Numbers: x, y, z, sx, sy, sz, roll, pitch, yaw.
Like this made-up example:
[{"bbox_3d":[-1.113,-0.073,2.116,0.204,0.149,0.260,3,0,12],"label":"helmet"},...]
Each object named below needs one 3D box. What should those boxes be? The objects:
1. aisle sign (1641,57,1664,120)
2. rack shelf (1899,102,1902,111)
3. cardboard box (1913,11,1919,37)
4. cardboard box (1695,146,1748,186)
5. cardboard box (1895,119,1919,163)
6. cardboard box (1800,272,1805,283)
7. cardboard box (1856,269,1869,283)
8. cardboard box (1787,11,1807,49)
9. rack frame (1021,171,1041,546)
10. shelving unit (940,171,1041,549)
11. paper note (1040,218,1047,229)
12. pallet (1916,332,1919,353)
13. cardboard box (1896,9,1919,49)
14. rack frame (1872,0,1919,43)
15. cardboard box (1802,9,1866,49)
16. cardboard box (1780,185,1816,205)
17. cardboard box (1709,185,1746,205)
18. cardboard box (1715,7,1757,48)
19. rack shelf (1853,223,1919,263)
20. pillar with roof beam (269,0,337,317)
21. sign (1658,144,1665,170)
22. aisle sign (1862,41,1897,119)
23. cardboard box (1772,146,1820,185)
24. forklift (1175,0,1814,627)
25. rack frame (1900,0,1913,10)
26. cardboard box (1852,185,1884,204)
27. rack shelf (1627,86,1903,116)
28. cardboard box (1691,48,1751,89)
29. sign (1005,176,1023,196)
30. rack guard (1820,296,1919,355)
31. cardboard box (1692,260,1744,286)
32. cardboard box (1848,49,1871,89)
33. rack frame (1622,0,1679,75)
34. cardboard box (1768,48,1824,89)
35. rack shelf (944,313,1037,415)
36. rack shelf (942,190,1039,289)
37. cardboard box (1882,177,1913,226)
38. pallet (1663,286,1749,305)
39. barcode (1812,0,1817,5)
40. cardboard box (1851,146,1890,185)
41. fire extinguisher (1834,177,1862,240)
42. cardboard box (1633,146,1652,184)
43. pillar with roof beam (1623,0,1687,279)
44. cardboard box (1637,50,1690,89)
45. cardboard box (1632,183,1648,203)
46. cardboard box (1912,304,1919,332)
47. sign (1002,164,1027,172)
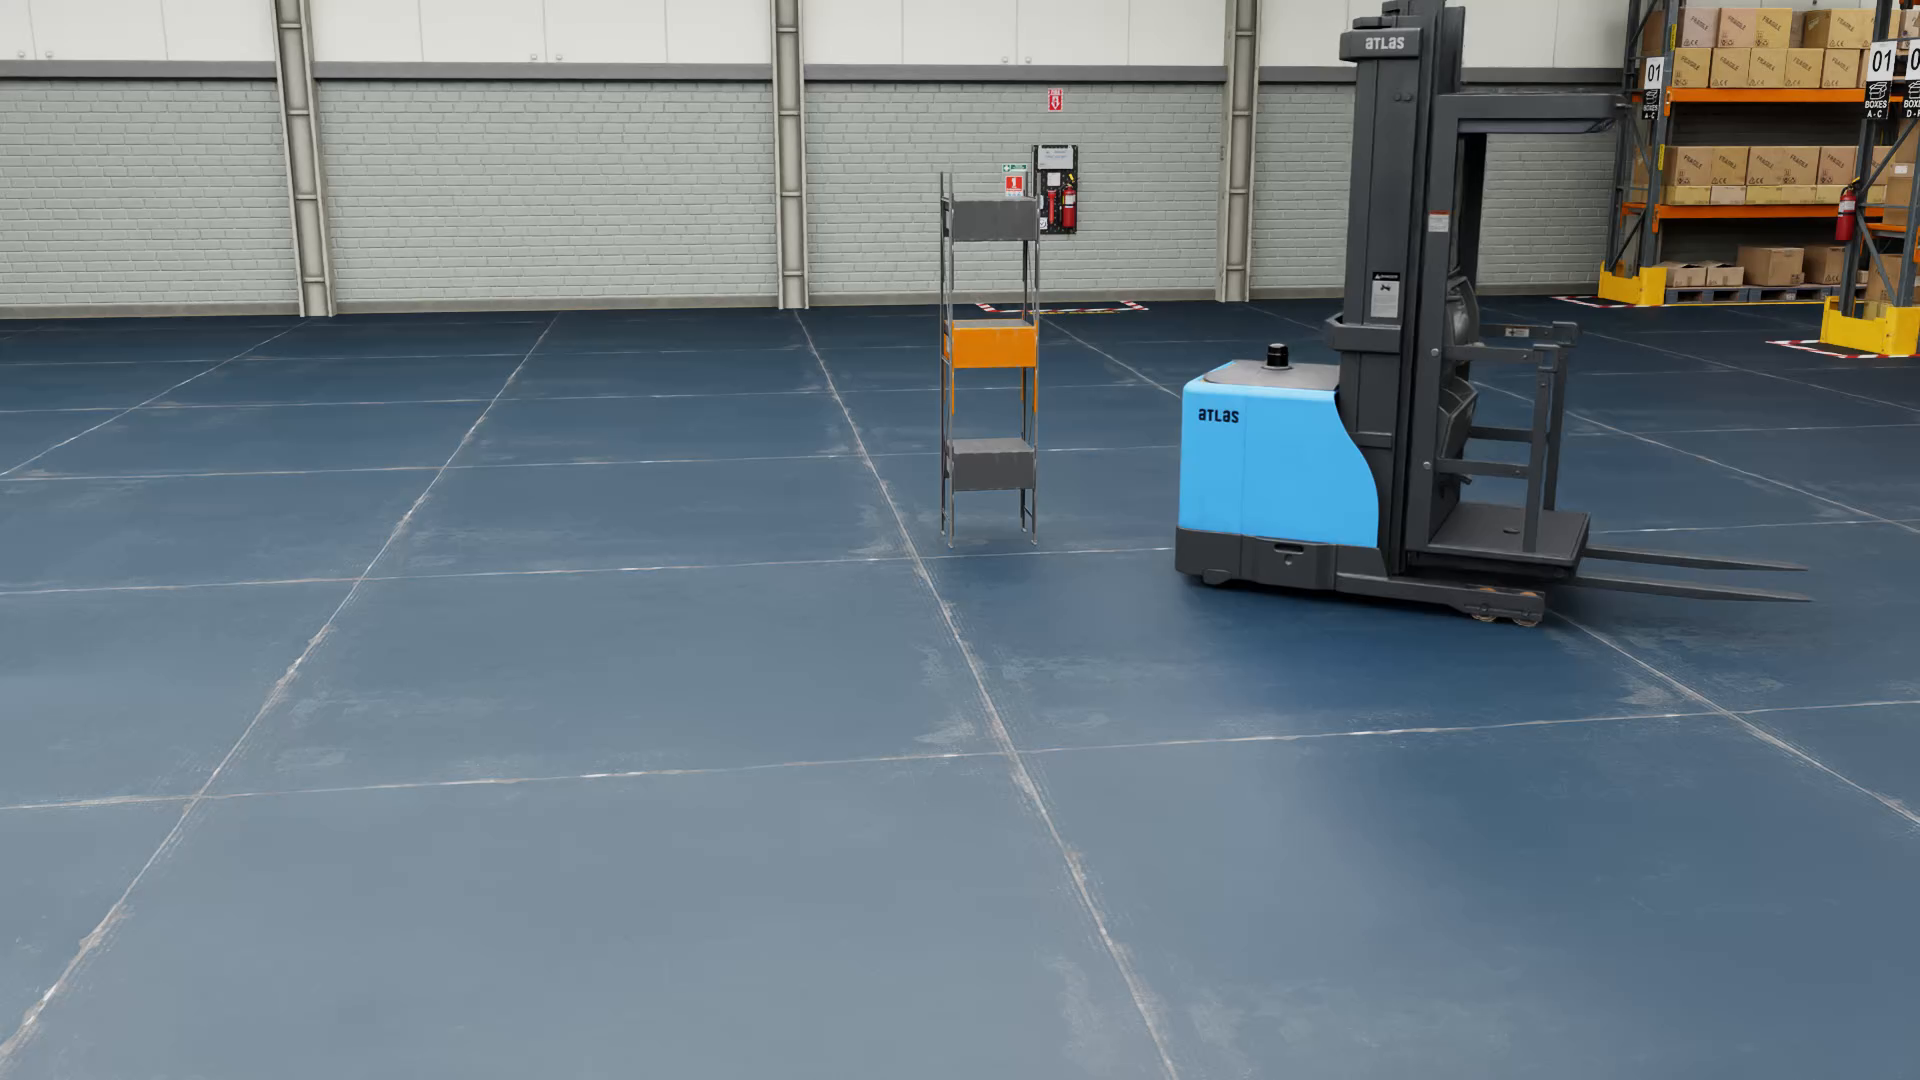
[{"bbox_3d":[9.076,-5.914,21.792,0.004,0.787,0.394,-2,14,-8],"label":"aisle sign"},{"bbox_3d":[15.035,-6.051,22.996,4.000,0.370,1.077,-2,14,-8],"label":"rack shelf"},{"bbox_3d":[10.413,-5.333,17.289,0.637,0.503,0.797,-1,14,-4],"label":"cardboard box"},{"bbox_3d":[10.109,-4.989,22.173,0.500,0.500,0.500,-2,14,-8],"label":"cardboard box"},{"bbox_3d":[10.360,-4.230,17.548,0.500,0.500,0.700,-2,14,-8],"label":"cardboard box"},{"bbox_3d":[11.473,-3.650,23.066,0.250,0.149,0.380,-3,14,-13],"label":"cardboard box"},{"bbox_3d":[12.533,-3.685,23.169,0.250,0.166,0.380,-4,15,-16],"label":"cardboard box"},{"bbox_3d":[11.017,-6.856,22.423,0.500,0.500,0.500,-2,14,-8],"label":"cardboard box"},{"bbox_3d":[0.405,-1.033,9.526,0.015,2.100,0.400,-2,14,-8],"label":"rack frame"},{"bbox_3d":[0.164,-1.024,9.490,0.503,2.100,0.431,-2,14,-8],"label":"shelving unit"},{"bbox_3d":[1.098,-4.246,22.297,0.142,0.148,0.016,-2,14,-8],"label":"paper note"},{"bbox_3d":[10.594,-2.221,18.145,1.213,0.211,1.003,-2,14,-8],"label":"pallet"},{"bbox_3d":[12.603,-6.787,22.151,0.500,0.500,0.500,-3,14,-13],"label":"cardboard box"},{"bbox_3d":[9.844,-6.446,16.926,0.127,3.000,1.000,-2,14,-8],"label":"rack frame"},{"bbox_3d":[11.547,-6.743,21.976,0.500,0.500,0.500,-3,14,-10],"label":"cardboard box"},{"bbox_3d":[11.148,-4.663,22.416,0.500,0.250,0.500,-2,14,-8],"label":"cardboard box"},{"bbox_3d":[10.143,-4.628,22.277,0.500,0.250,0.500,-3,14,-10],"label":"cardboard box"},{"bbox_3d":[10.023,-6.687,21.752,0.500,0.500,0.500,-2,14,-9],"label":"cardboard box"},{"bbox_3d":[11.822,-3.260,18.032,4.000,0.370,1.077,-2,14,-8],"label":"rack shelf"},{"bbox_3d":[-7.492,-6.183,15.877,0.400,9.000,9.100,-2,14,-8],"label":"pillar with roof beam"},{"bbox_3d":[9.183,-5.017,21.781,0.005,0.325,0.100,-2,14,-8],"label":"sign"},{"bbox_3d":[9.735,-4.865,17.612,0.004,0.787,0.394,-2,14,-8],"label":"aisle sign"},{"bbox_3d":[11.130,-5.028,22.328,0.500,0.500,0.500,-2,14,-7],"label":"cardboard box"},{"bbox_3d":[2.700,-1.150,8.280,3.031,2.935,1.130,6,15,23],"label":"forklift"},{"bbox_3d":[13.058,-7.782,22.255,0.127,3.000,1.000,-2,14,-8],"label":"rack frame"},{"bbox_3d":[12.140,-4.703,22.577,0.500,0.250,0.500,-2,14,-8],"label":"cardboard box"},{"bbox_3d":[11.080,-5.906,22.418,4.000,0.370,1.077,-2,14,-8],"label":"rack shelf"},{"bbox_3d":[10.007,-6.204,21.879,0.500,0.500,0.500,-1,14,-5],"label":"cardboard box"},{"bbox_3d":[0.721,-4.685,22.164,0.234,0.329,0.001,-2,14,-8],"label":"sign"},{"bbox_3d":[9.820,-2.323,17.956,0.348,0.500,1.175,-2,14,-8],"label":"rack guard"},{"bbox_3d":[10.364,-3.661,22.776,0.500,0.311,0.500,-1,14,-4],"label":"cardboard box"},{"bbox_3d":[12.093,-6.293,22.234,0.500,0.500,0.500,-3,14,-13],"label":"cardboard box"},{"bbox_3d":[9.102,-7.637,21.677,0.127,3.000,1.000,-2,14,-8],"label":"rack frame"},{"bbox_3d":[11.046,-6.248,22.055,0.500,0.500,0.500,-1,14,-5],"label":"cardboard box"},{"bbox_3d":[0.164,-1.011,9.494,0.480,0.518,0.431,-2,14,-8],"label":"rack shelf"},{"bbox_3d":[0.164,-1.690,9.323,0.480,0.518,0.431,-2,14,-8],"label":"rack shelf"},{"bbox_3d":[10.307,-3.598,17.699,0.500,0.500,0.700,-2,14,-8],"label":"cardboard box"},{"bbox_3d":[9.986,-3.399,22.840,1.213,0.211,1.003,-2,14,-8],"label":"pallet"},{"bbox_3d":[11.619,-7.302,22.600,0.075,0.075,0.001,-2,14,-8],"label":"barcode"},{"bbox_3d":[12.143,-5.062,22.466,0.500,0.500,0.500,-2,14,-9],"label":"cardboard box"},{"bbox_3d":[9.658,-3.606,18.093,0.183,0.674,0.296,-2,14,-8],"label":"fire extinguisher"},{"bbox_3d":[9.537,-5.096,22.603,0.500,0.500,0.500,-2,14,-9],"label":"cardboard box"},{"bbox_3d":[10.307,-6.835,18.478,0.400,9.000,9.100,-2,14,-8],"label":"pillar with roof beam"},{"bbox_3d":[9.477,-6.317,22.330,0.500,0.500,0.500,-1,14,-4],"label":"cardboard box"},{"bbox_3d":[9.536,-4.728,22.676,0.500,0.250,0.500,-2,14,-7],"label":"cardboard box"},{"bbox_3d":[10.407,-2.372,17.803,0.500,0.250,0.500,-2,14,-8],"label":"cardboard box"},{"bbox_3d":[0.727,-4.940,22.092,0.331,0.109,0.001,-2,14,-8],"label":"sign"}]
